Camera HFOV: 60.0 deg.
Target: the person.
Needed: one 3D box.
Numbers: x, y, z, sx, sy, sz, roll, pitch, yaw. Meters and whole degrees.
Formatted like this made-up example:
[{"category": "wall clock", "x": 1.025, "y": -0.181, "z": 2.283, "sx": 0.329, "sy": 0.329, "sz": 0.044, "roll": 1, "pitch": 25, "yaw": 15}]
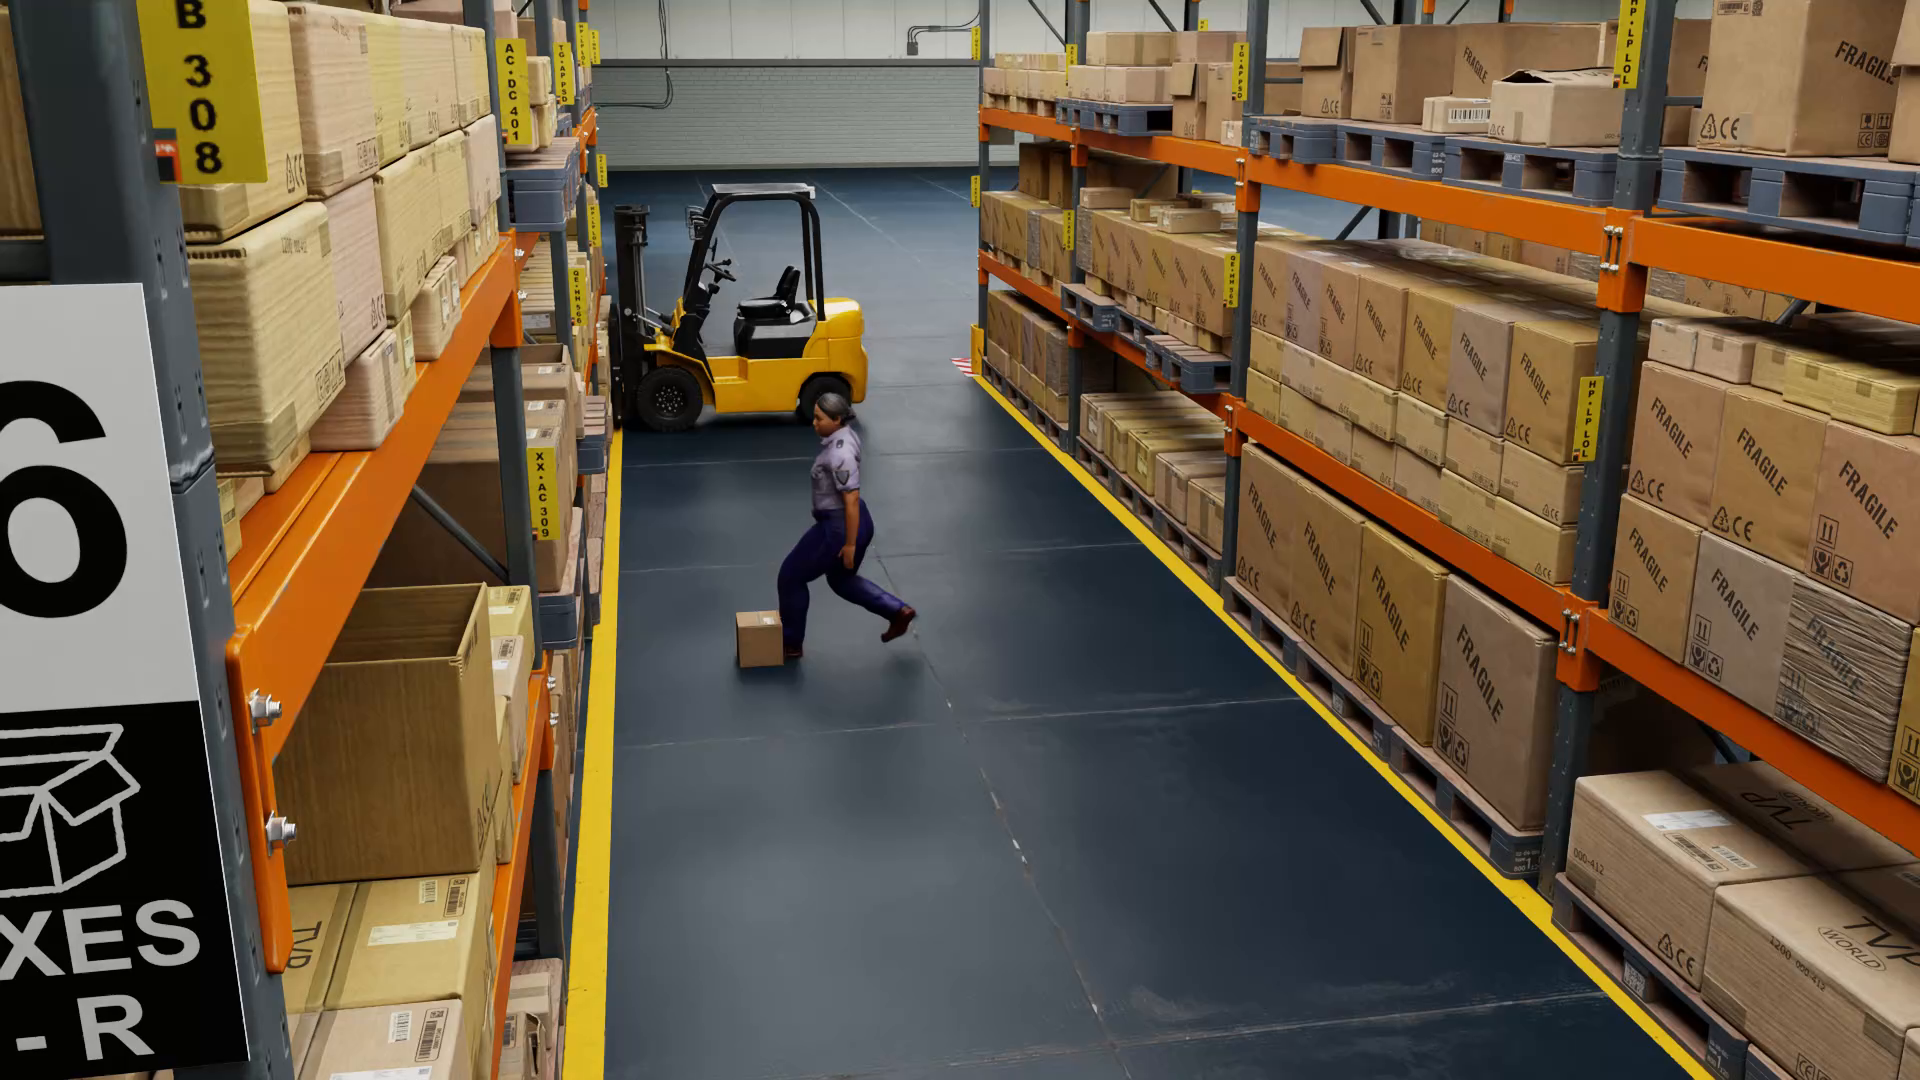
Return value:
[{"category": "person", "x": -0.733, "y": -0.084, "z": 9.464, "sx": 0.938, "sy": 1.553, "sz": 0.503, "roll": 2, "pitch": 17, "yaw": 8}]
